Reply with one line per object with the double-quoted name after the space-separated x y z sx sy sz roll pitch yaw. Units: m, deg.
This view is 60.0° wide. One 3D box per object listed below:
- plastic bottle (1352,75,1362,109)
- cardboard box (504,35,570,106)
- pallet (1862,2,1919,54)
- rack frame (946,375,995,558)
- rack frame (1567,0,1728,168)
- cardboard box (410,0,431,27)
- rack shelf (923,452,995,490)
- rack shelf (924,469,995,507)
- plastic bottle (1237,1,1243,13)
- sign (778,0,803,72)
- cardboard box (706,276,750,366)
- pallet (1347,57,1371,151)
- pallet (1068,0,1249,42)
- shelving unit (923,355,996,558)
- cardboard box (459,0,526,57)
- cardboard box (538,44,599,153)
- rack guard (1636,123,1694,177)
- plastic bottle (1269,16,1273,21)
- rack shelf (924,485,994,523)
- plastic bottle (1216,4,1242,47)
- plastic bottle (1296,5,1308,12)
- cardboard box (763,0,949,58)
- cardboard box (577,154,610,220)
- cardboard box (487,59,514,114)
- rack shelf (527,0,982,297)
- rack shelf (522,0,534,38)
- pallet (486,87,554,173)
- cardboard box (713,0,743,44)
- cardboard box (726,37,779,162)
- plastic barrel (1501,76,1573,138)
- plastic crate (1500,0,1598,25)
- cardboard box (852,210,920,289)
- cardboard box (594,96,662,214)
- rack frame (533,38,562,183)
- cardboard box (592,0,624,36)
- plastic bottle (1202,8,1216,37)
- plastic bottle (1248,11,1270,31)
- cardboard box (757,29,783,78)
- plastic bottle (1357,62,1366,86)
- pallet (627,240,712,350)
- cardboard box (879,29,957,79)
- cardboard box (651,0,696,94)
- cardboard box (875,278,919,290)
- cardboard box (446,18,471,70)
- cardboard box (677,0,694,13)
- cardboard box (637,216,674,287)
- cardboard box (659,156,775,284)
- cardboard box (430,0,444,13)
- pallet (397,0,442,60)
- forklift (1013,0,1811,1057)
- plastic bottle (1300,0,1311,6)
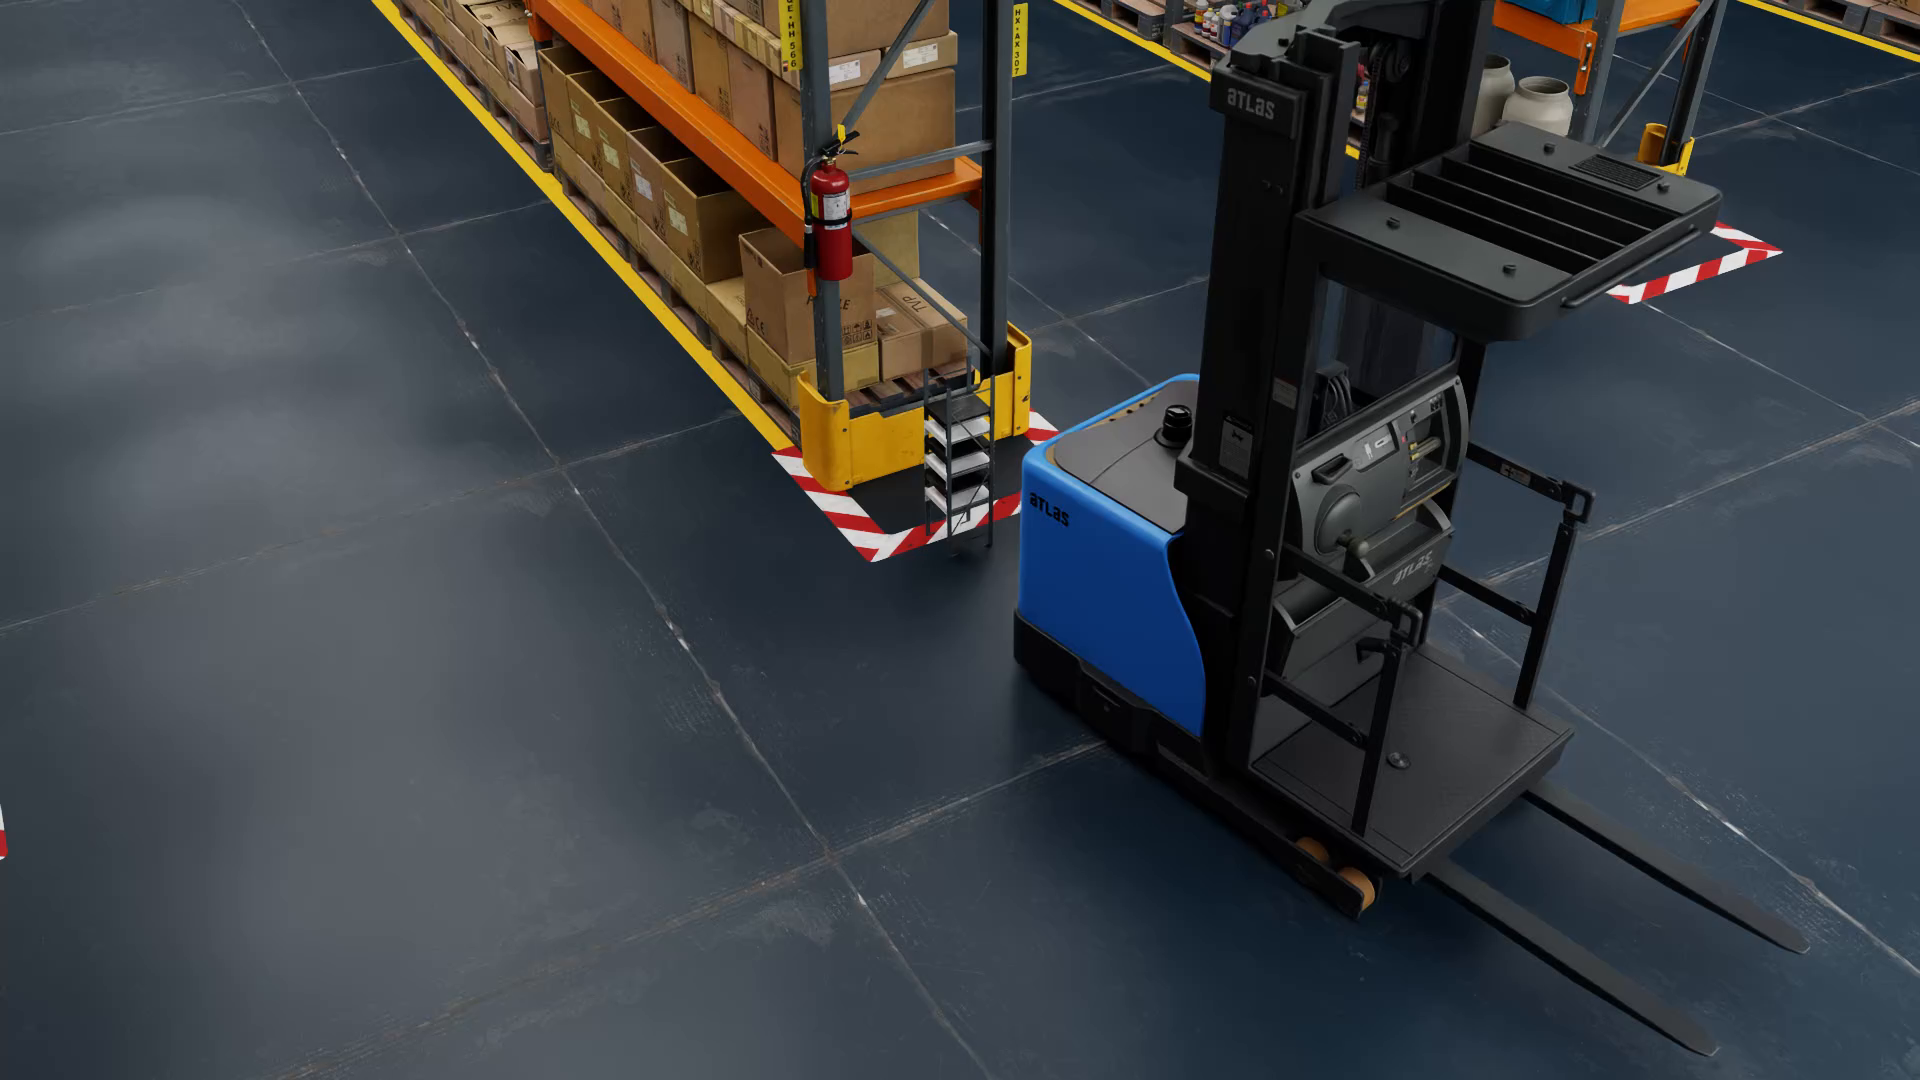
2.684 -3.111 11.396 0.061 0.283 0.133 -18 40 -23 "plastic bottle"
-2.686 -3.151 11.020 0.500 0.311 0.500 -19 40 -24 "cardboard box"
7.927 -3.975 13.013 1.003 0.211 1.213 -19 40 -24 "pallet"
0.047 -0.316 7.419 0.240 0.900 0.006 -19 40 -24 "rack frame"
4.060 -3.169 9.546 1.000 3.000 0.127 -19 40 -24 "rack frame"
-3.981 -4.232 12.977 0.500 0.250 0.500 -20 41 -25 "cardboard box"
-0.004 -0.341 7.510 0.258 0.077 0.200 -19 40 -24 "rack shelf"
-0.004 -0.268 7.563 0.258 0.077 0.200 -19 40 -24 "rack shelf"
2.109 -3.873 12.439 0.061 0.283 0.133 -19 40 -24 "plastic bottle"
-0.701 -2.113 6.917 0.100 0.325 0.005 -19 40 -24 "sign"
-1.011 -1.200 8.825 0.500 0.250 0.500 -19 40 -24 "cardboard box"
2.969 -3.105 11.823 1.003 0.211 1.213 -19 40 -24 "pallet"
1.622 -4.472 13.694 1.003 0.211 1.213 -19 40 -24 "pallet"
-0.004 -0.367 7.490 0.258 0.900 0.210 -19 40 -24 "shelving unit"
-3.201 -3.669 11.730 0.500 0.311 0.500 -19 40 -24 "cardboard box"
-2.272 -2.776 10.347 0.500 0.500 0.500 -19 40 -24 "cardboard box"
3.981 -2.185 10.317 1.175 0.500 0.348 -19 40 -24 "rack guard"
2.275 -3.712 12.230 0.097 0.271 0.097 0 36 0 "plastic bottle"
-0.004 -0.195 7.616 0.258 0.077 0.200 -19 40 -24 "rack shelf"
2.018 -3.838 12.398 0.152 0.276 0.135 -17 40 -22 "plastic bottle"
2.604 -3.889 12.468 0.152 0.276 0.135 -19 40 -24 "plastic bottle"
-0.475 -2.537 7.495 0.700 0.500 0.500 -19 40 -24 "cardboard box"
-2.017 -2.220 10.221 0.500 0.250 0.500 -19 40 -24 "cardboard box"
-2.946 -3.187 11.545 0.500 0.250 0.500 -20 40 -25 "cardboard box"
-1.229 -2.433 9.148 1.077 0.370 4.000 -19 40 -24 "rack shelf"
-3.239 -4.473 11.941 1.077 0.370 4.000 -19 40 -24 "rack shelf"
-2.638 -2.982 11.653 1.003 0.211 1.213 -19 40 -24 "pallet"
-0.967 -2.537 8.045 0.380 0.149 0.250 -18 40 -23 "cardboard box"
-0.716 -2.252 8.206 0.700 0.500 0.500 -18 40 -23 "cardboard box"
3.663 -2.647 10.585 0.421 0.512 0.421 0 36 0 "plastic barrel"
3.550 -3.276 9.818 0.499 0.251 0.616 -19 40 -24 "plastic crate"
-0.554 -1.659 8.818 0.500 0.500 0.500 -19 40 -24 "cardboard box"
-1.769 -2.266 9.649 0.500 0.500 0.500 -19 40 -24 "cardboard box"
-2.234 -3.743 10.332 1.000 3.000 0.127 -19 40 -24 "rack frame"
-1.735 -3.292 9.630 0.700 0.500 0.500 -19 40 -24 "cardboard box"
1.883 -3.913 12.563 0.097 0.201 0.097 0 36 0 "plastic bottle"
2.192 -3.686 12.127 0.144 0.351 0.185 -21 41 -26 "plastic bottle"
-0.714 -2.277 7.690 0.380 0.149 0.250 -18 40 -23 "cardboard box"
2.747 -3.225 11.553 0.061 0.283 0.133 -19 40 -24 "plastic bottle"
-1.254 -1.577 9.729 1.003 0.211 1.213 -19 40 -24 "pallet"
-0.235 -2.270 7.680 0.380 0.149 0.250 -19 40 -24 "cardboard box"
-1.228 -2.774 8.921 0.700 0.500 0.500 -18 40 -23 "cardboard box"
-0.556 -1.356 9.039 0.500 0.250 0.500 -19 40 -24 "cardboard box"
-3.458 -3.707 12.258 0.500 0.250 0.500 -18 40 -23 "cardboard box"
-1.233 -2.804 8.411 0.380 0.149 0.250 -18 40 -23 "cardboard box"
-1.513 -1.710 9.523 0.500 0.250 0.500 -19 40 -24 "cardboard box"
-1.266 -1.756 8.951 0.500 0.500 0.500 -19 40 -24 "cardboard box"
-3.709 -4.189 12.442 0.500 0.311 0.500 -20 41 -25 "cardboard box"
-3.864 -4.226 13.357 1.003 0.211 1.213 -19 40 -24 "pallet"
1.577 -0.193 5.529 1.130 2.935 3.031 -28 44 -32 "forklift"
2.623 -4.074 12.658 0.144 0.351 0.185 -20 41 -25 "plastic bottle"
